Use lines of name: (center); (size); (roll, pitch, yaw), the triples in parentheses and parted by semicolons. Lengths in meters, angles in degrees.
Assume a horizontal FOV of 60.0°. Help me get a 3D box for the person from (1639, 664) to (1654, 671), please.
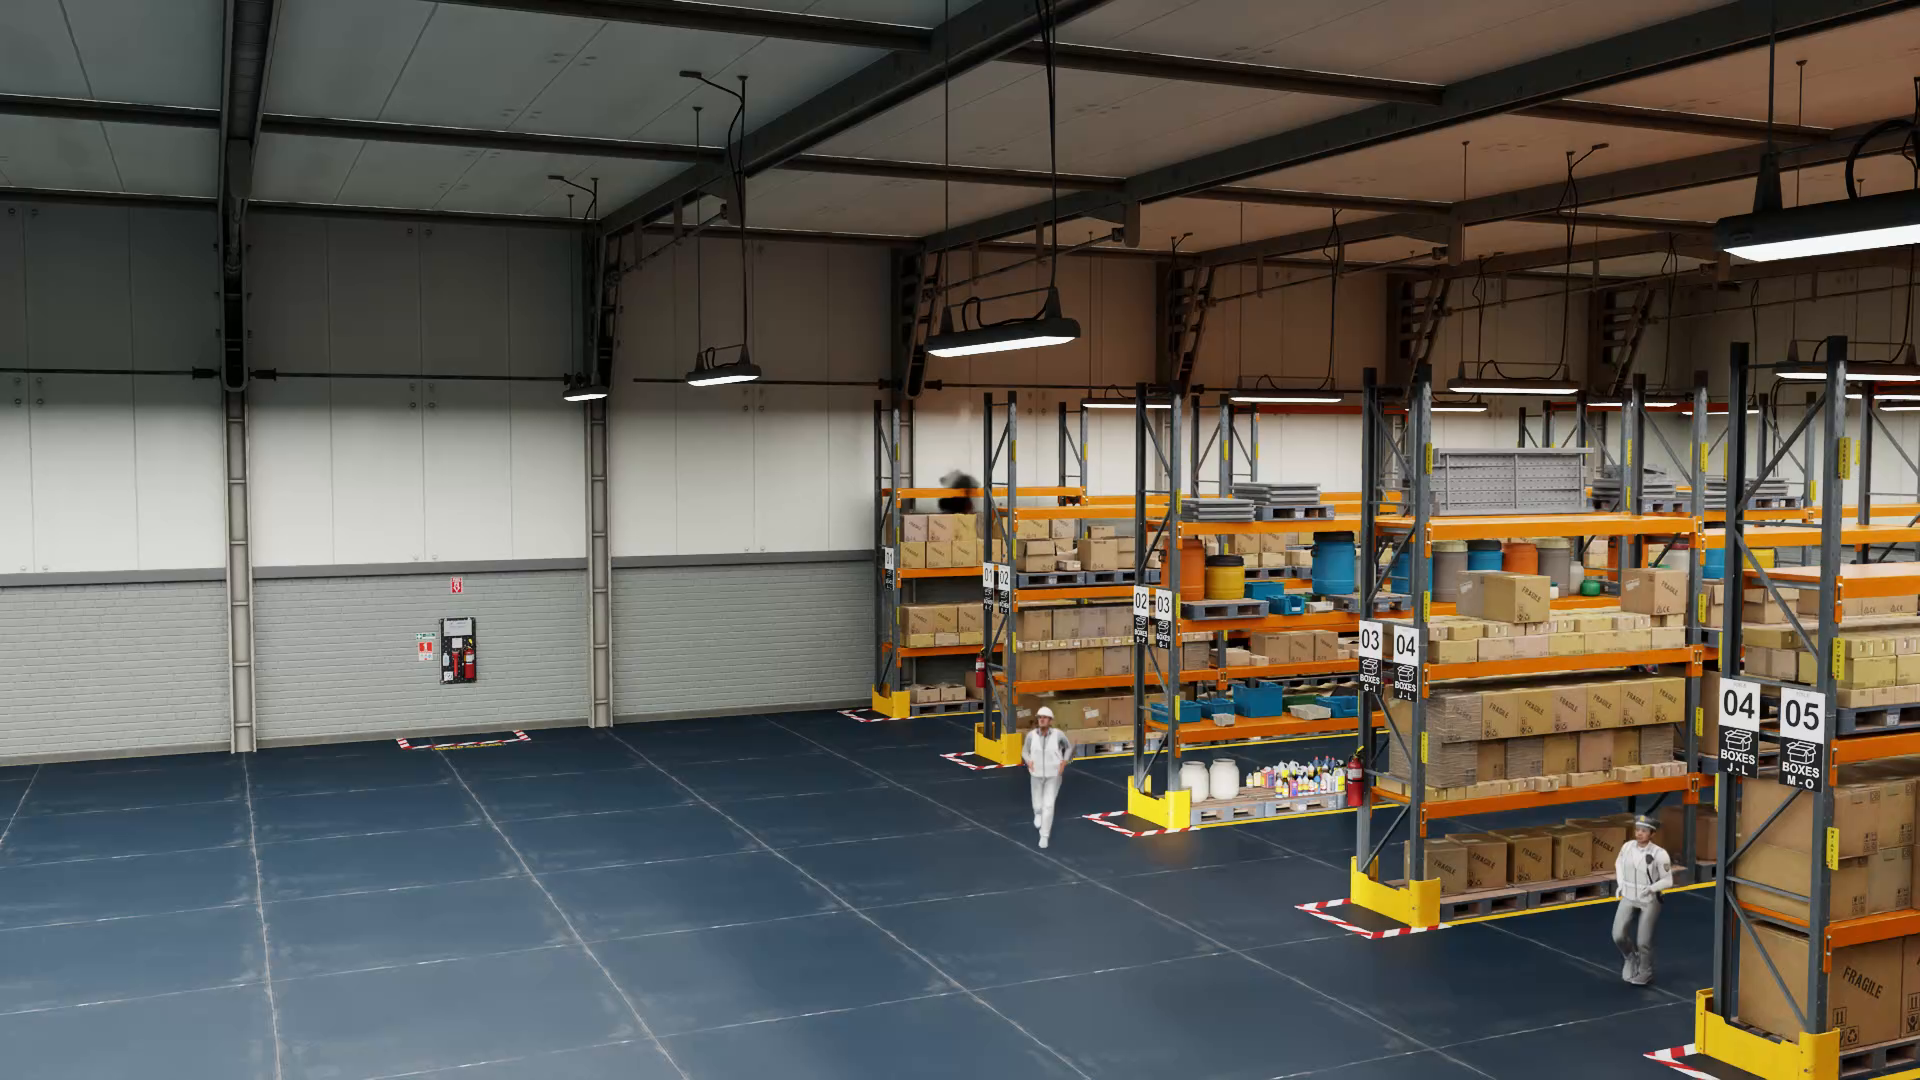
person: (11.791, 2.712, 28.591); (0.546, 1.605, 0.615); (-2, 4, -26)

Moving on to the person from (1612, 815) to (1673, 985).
person: (6.409, 3.408, 15.719); (0.591, 1.655, 0.591); (3, 5, 43)

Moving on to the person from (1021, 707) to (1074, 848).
person: (1.132, 3.042, 21.598); (0.670, 1.771, 0.841); (1, 3, 12)

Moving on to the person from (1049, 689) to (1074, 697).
person: (1.765, 2.274, 29.965); (0.715, 1.900, 0.631); (-2, 4, -32)
